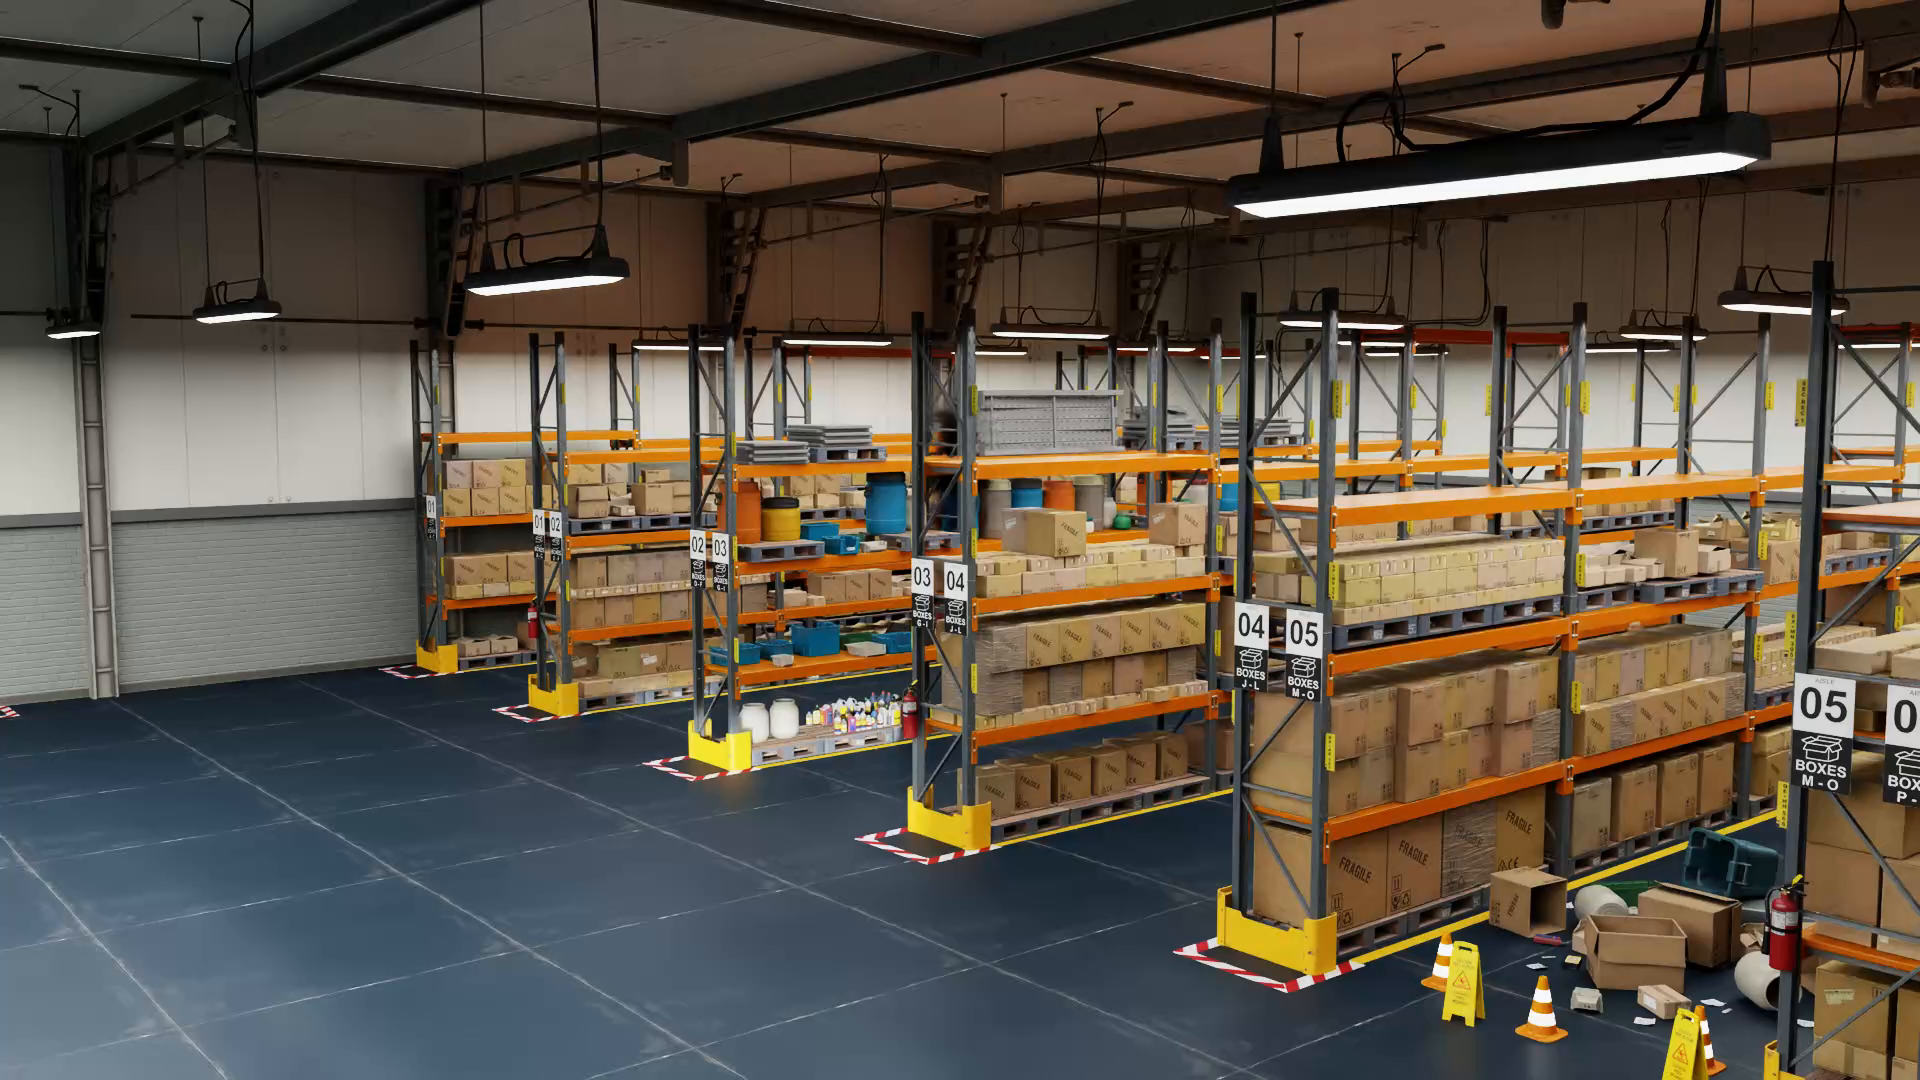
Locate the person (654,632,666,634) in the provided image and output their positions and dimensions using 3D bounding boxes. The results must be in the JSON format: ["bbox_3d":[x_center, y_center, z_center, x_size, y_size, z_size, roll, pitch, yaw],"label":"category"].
[{"bbox_3d":[-5.288,1.621,29.546,0.611,1.648,0.753,4,7,40],"label":"person"}]

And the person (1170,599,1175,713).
[{"bbox_3d":[3.267,1.720,24.912,0.655,1.722,0.703,3,6,32],"label":"person"}]

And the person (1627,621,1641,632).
[{"bbox_3d":[9.758,2.044,24.241,0.661,1.792,0.765,4,7,38],"label":"person"}]
